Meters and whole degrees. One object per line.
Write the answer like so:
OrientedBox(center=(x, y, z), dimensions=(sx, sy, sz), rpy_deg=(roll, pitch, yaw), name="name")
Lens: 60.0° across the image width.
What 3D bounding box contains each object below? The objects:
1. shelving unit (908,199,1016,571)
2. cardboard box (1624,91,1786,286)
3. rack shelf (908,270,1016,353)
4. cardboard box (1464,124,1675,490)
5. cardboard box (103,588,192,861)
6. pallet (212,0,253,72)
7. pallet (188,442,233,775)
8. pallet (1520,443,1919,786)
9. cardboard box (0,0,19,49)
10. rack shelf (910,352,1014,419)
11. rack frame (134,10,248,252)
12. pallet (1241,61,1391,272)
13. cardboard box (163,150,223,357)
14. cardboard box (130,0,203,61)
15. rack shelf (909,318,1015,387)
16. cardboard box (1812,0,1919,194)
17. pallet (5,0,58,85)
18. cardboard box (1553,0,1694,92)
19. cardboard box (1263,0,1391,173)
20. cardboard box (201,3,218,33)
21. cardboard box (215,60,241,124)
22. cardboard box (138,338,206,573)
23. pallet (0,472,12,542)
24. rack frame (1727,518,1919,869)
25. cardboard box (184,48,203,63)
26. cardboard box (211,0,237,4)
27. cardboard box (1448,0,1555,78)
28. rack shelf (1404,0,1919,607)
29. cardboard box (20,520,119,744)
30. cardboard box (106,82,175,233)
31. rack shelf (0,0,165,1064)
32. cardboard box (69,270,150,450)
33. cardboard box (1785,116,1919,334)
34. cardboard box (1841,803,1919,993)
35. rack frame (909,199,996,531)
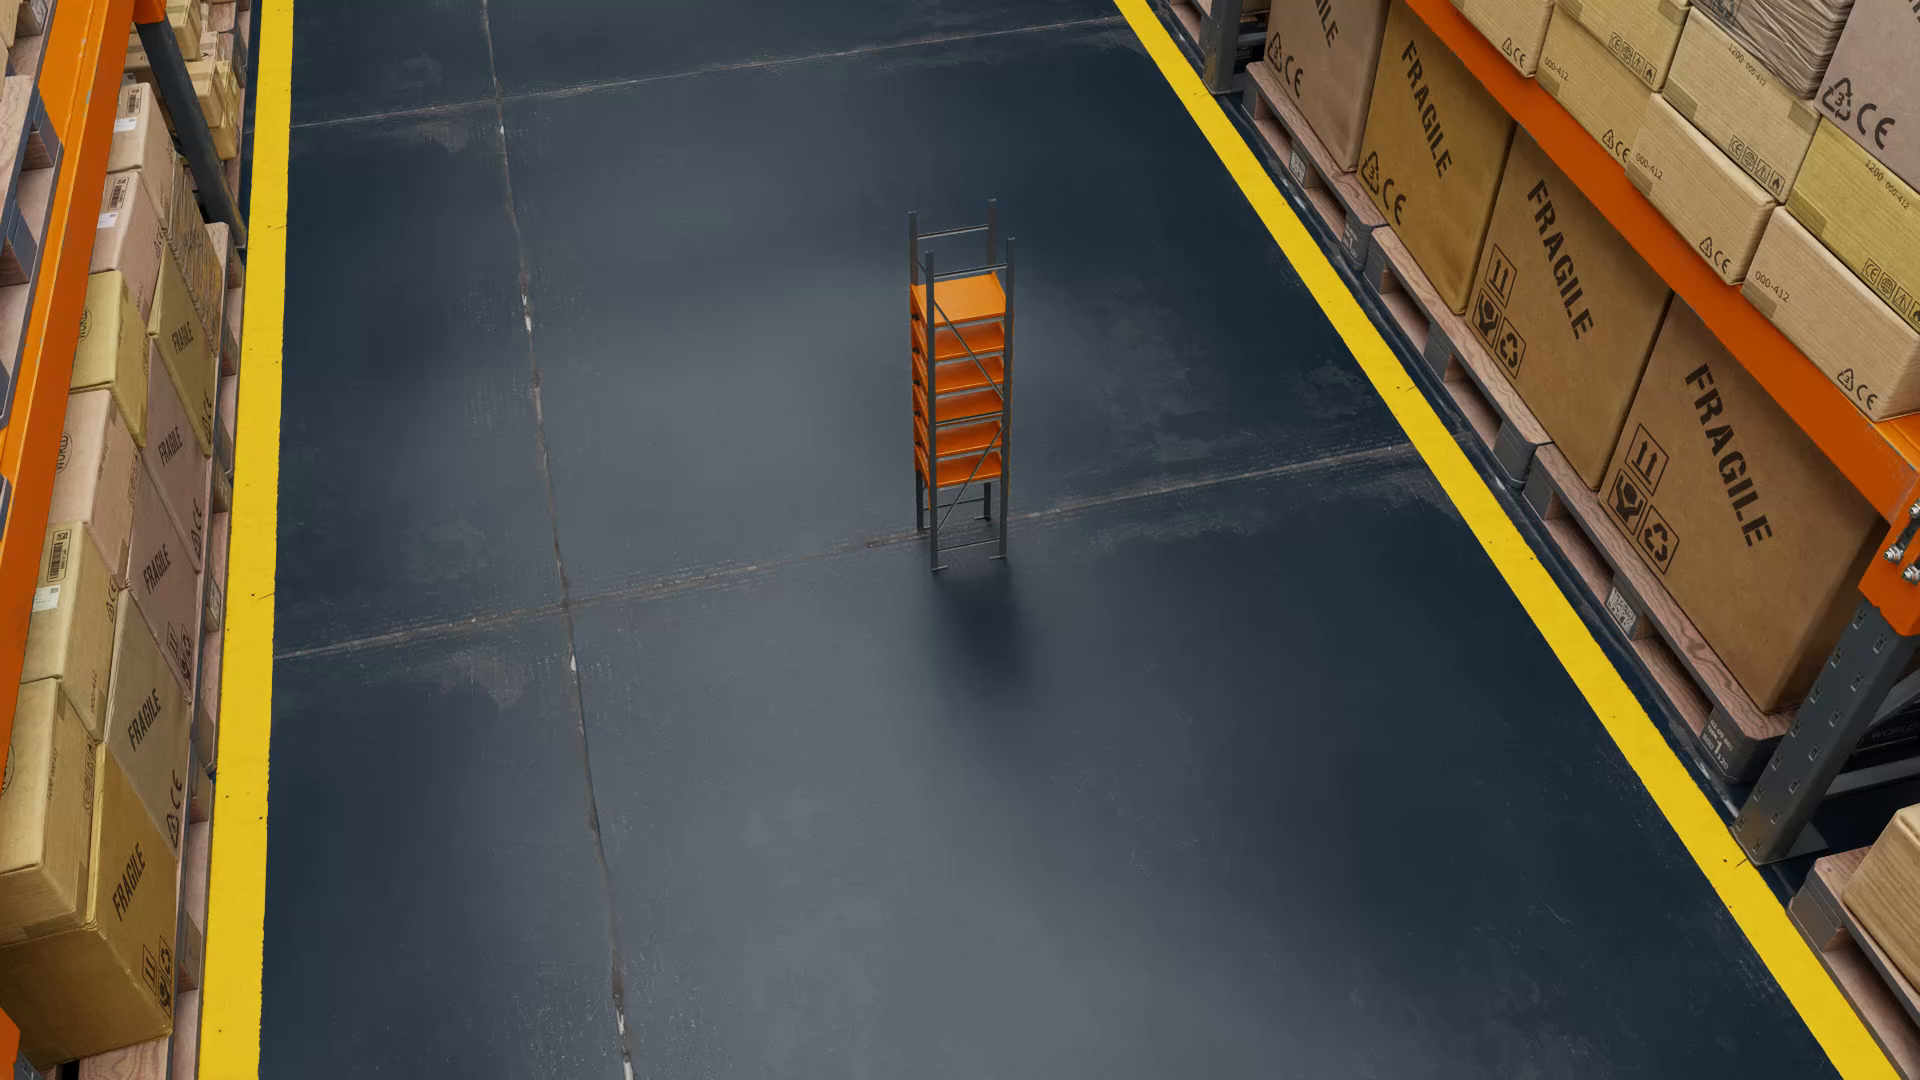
OrientedBox(center=(0.004, -0.410, 4.812), dimensions=(0.258, 1.200, 0.189), rpy_deg=(-11, 47, -10), name="shelving unit")
OrientedBox(center=(2.042, -0.914, 4.151), dimensions=(0.500, 0.250, 0.500), rpy_deg=(-10, 46, -10), name="cardboard box")
OrientedBox(center=(0.004, -0.631, 4.586), dimensions=(0.258, 0.103, 0.180), rpy_deg=(-11, 47, -10), name="rack shelf")
OrientedBox(center=(2.247, -0.827, 5.154), dimensions=(0.875, 0.875, 0.875), rpy_deg=(-10, 46, -10), name="cardboard box")
OrientedBox(center=(-2.258, 0.506, 4.110), dimensions=(0.500, 0.500, 0.500), rpy_deg=(-10, 46, -10), name="cardboard box")
OrientedBox(center=(-3.737, -2.427, 7.481), dimensions=(1.003, 0.211, 1.213), rpy_deg=(-11, 47, -10), name="pallet")
OrientedBox(center=(-2.699, 0.255, 4.852), dimensions=(1.003, 0.211, 1.213), rpy_deg=(-11, 47, -10), name="pallet")
OrientedBox(center=(2.439, 0.103, 5.002), dimensions=(1.003, 0.211, 1.213), rpy_deg=(-11, 47, -10), name="pallet")
OrientedBox(center=(-2.729, -1.398, 4.402), dimensions=(0.380, 0.149, 0.250), rpy_deg=(-13, 47, -12), name="cardboard box")
OrientedBox(center=(0.004, -0.463, 4.758), dimensions=(0.258, 0.103, 0.180), rpy_deg=(-11, 47, -10), name="rack shelf")
OrientedBox(center=(-3.215, -2.102, 5.210), dimensions=(1.000, 3.000, 0.127), rpy_deg=(-11, 47, -10), name="rack frame")
OrientedBox(center=(1.814, -1.582, 6.653), dimensions=(1.003, 0.211, 1.213), rpy_deg=(-11, 47, -10), name="pallet")
OrientedBox(center=(-2.782, -0.909, 5.497), dimensions=(0.500, 0.500, 0.500), rpy_deg=(-12, 47, -11), name="cardboard box")
OrientedBox(center=(-3.116, -1.936, 6.333), dimensions=(0.380, 0.149, 0.250), rpy_deg=(-9, 46, -8), name="cardboard box")
OrientedBox(center=(0.004, -0.547, 4.672), dimensions=(0.258, 0.103, 0.180), rpy_deg=(-11, 47, -10), name="rack shelf")
OrientedBox(center=(2.183, -1.009, 3.369), dimensions=(0.500, 0.500, 0.500), rpy_deg=(-12, 47, -11), name="cardboard box")
OrientedBox(center=(-3.160, -1.481, 4.735), dimensions=(1.003, 0.211, 1.213), rpy_deg=(-11, 47, -10), name="pallet")
OrientedBox(center=(1.913, -1.429, 4.305), dimensions=(0.500, 0.250, 0.500), rpy_deg=(-12, 47, -11), name="cardboard box")
OrientedBox(center=(1.780, -2.067, 6.369), dimensions=(0.875, 0.875, 0.875), rpy_deg=(-9, 46, -9), name="cardboard box")
OrientedBox(center=(-3.293, -2.073, 6.884), dimensions=(0.380, 0.149, 0.250), rpy_deg=(-12, 47, -11), name="cardboard box")
OrientedBox(center=(-3.066, -1.745, 6.562), dimensions=(0.380, 0.149, 0.250), rpy_deg=(-9, 46, -9), name="cardboard box")
OrientedBox(center=(-2.524, -0.200, 4.802), dimensions=(0.500, 0.500, 0.500), rpy_deg=(-12, 47, -11), name="cardboard box")
OrientedBox(center=(-2.477, 0.254, 3.035), dimensions=(1.213, 0.211, 1.003), rpy_deg=(-11, 47, -10), name="pallet")
OrientedBox(center=(2.568, -0.315, 3.459), dimensions=(1.000, 3.000, 0.127), rpy_deg=(-11, 47, -10), name="rack frame")
OrientedBox(center=(-3.150, -1.822, 6.430), dimensions=(0.380, 0.149, 0.250), rpy_deg=(-10, 46, -10), name="cardboard box")
OrientedBox(center=(-3.369, -2.450, 7.253), dimensions=(0.380, 0.149, 0.250), rpy_deg=(-12, 47, -11), name="cardboard box")
OrientedBox(center=(1.770, -1.612, 4.834), dimensions=(0.500, 0.250, 0.500), rpy_deg=(-11, 47, -11), name="cardboard box")
OrientedBox(center=(2.056, -1.444, 5.069), dimensions=(1.077, 0.370, 4.000), rpy_deg=(-11, 47, -10), name="rack shelf")
OrientedBox(center=(-2.264, 0.254, 3.831), dimensions=(0.500, 0.250, 0.500), rpy_deg=(-11, 47, -11), name="cardboard box")
OrientedBox(center=(-2.780, -1.169, 5.226), dimensions=(0.500, 0.250, 0.500), rpy_deg=(-12, 47, -11), name="cardboard box")
OrientedBox(center=(-2.703, -0.470, 4.114), dimensions=(1.077, 0.370, 4.000), rpy_deg=(-11, 47, -10), name="rack shelf")
OrientedBox(center=(-2.512, -0.449, 4.521), dimensions=(0.500, 0.250, 0.500), rpy_deg=(-13, 47, -12), name="cardboard box")
OrientedBox(center=(2.198, -0.726, 3.616), dimensions=(0.500, 0.250, 0.500), rpy_deg=(-11, 47, -10), name="cardboard box")
OrientedBox(center=(2.703, 0.849, 3.863), dimensions=(0.950, 0.372, 0.625), rpy_deg=(-14, 47, -13), name="cardboard box")
OrientedBox(center=(-0.020, -0.473, 4.874), dimensions=(0.240, 1.200, 0.006), rpy_deg=(-11, 47, -10), name="rack frame")
